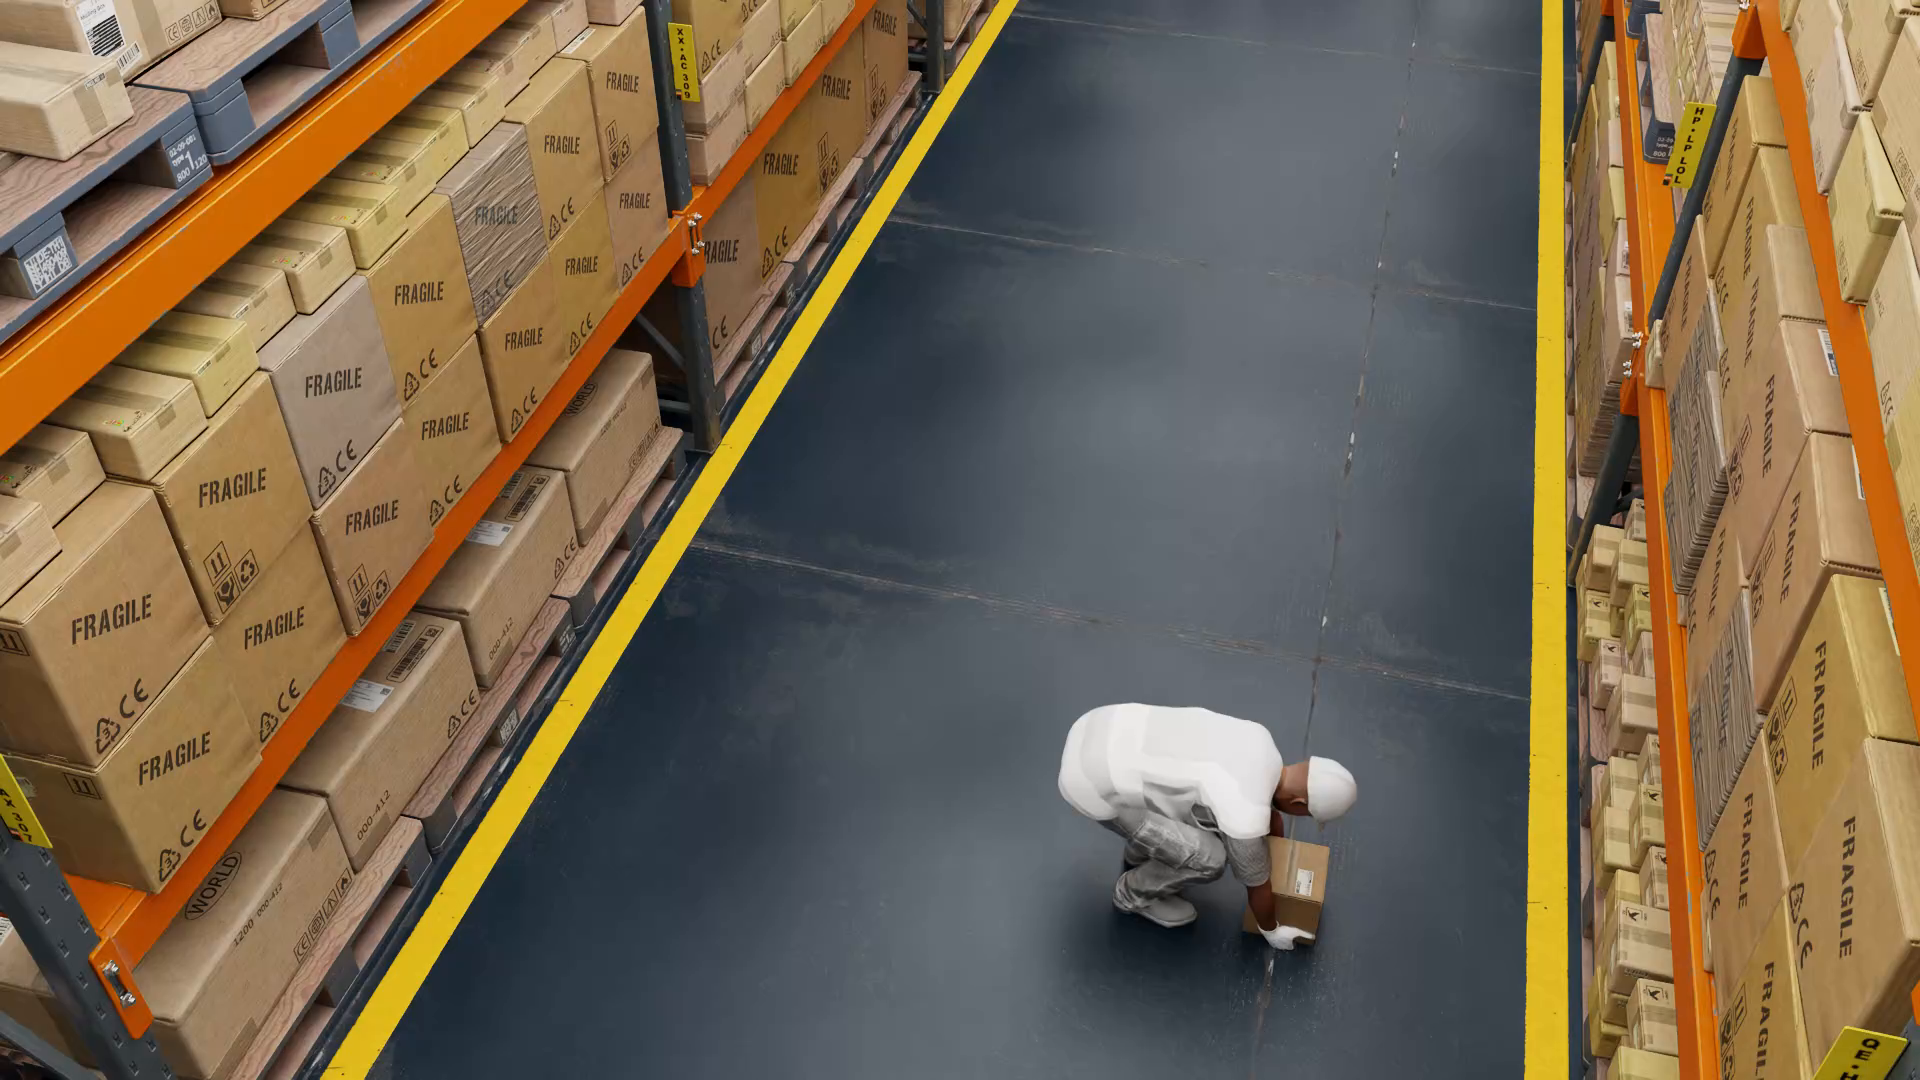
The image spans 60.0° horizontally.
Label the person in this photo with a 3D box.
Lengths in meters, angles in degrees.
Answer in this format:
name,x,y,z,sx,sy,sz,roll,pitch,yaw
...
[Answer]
name,x,y,z,sx,sy,sz,roll,pitch,yaw
person,0.839,0.958,5.780,0.992,0.844,0.530,9,41,10
